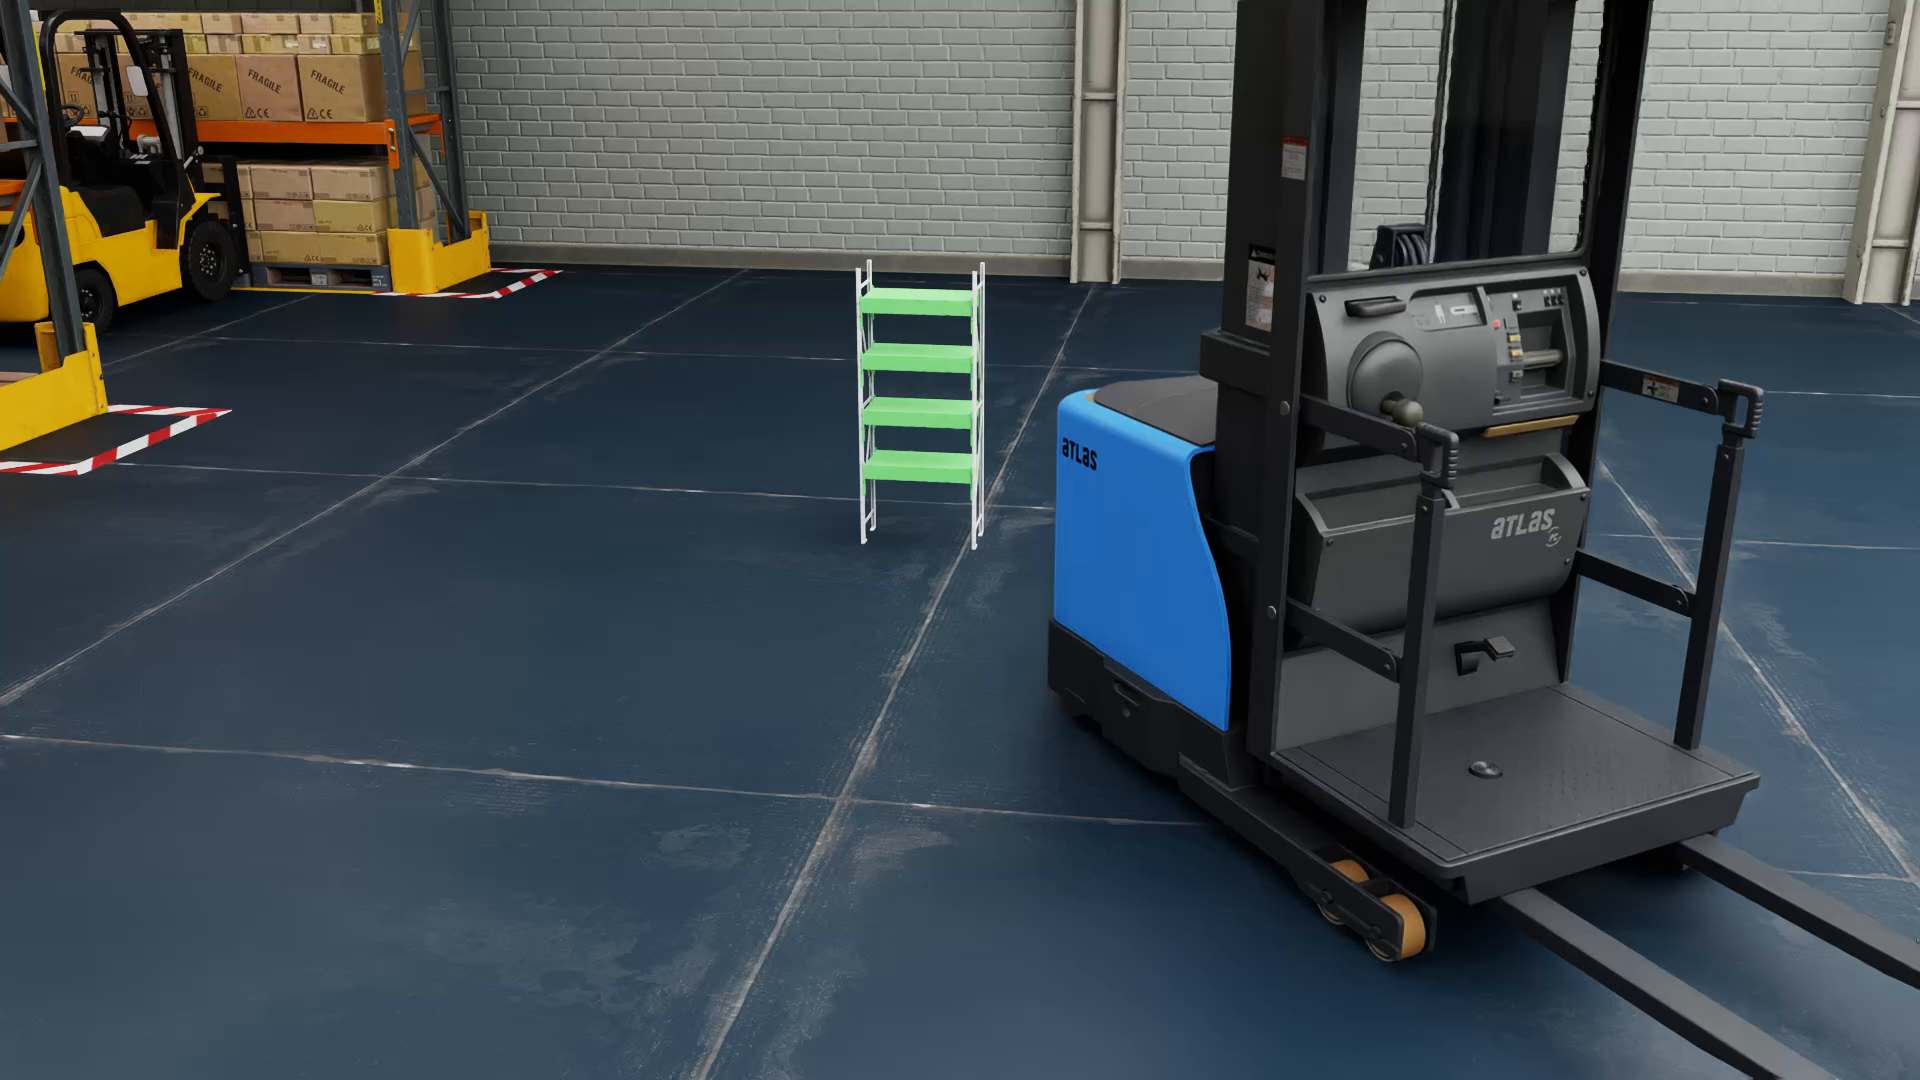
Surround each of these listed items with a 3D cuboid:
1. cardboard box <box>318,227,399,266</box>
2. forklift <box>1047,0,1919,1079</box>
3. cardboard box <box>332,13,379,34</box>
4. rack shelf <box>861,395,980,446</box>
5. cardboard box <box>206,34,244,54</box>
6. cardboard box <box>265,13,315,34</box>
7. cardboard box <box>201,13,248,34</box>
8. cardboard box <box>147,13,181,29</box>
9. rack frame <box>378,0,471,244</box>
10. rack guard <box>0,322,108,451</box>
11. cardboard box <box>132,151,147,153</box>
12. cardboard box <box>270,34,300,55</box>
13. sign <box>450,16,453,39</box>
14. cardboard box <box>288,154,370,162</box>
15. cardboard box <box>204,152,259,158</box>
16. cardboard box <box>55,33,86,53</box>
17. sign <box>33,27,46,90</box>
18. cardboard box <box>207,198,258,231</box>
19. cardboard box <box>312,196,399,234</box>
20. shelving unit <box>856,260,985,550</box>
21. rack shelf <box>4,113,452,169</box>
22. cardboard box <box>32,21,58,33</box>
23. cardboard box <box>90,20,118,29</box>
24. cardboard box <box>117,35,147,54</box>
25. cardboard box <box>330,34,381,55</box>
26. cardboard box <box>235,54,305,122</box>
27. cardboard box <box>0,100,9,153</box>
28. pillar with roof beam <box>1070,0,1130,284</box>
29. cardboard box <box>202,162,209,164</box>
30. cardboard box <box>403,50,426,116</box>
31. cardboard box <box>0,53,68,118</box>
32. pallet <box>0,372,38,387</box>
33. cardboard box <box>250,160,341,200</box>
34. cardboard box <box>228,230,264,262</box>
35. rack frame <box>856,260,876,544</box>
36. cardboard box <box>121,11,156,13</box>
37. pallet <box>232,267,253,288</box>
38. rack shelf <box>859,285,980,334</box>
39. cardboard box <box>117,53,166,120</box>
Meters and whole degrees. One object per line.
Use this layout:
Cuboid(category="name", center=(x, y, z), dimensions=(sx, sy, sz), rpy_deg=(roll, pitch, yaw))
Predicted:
Cuboid(category="cardboard box", center=(-4.775, -2.369, 13.326), dimensions=(0.500, 0.250, 0.500), rpy_deg=(3, 19, 9))
Cuboid(category="forklift", center=(1.405, -0.496, 4.168), dimensions=(1.130, 2.935, 3.031), rpy_deg=(-9, 21, -25))
Cuboid(category="cardboard box", center=(-4.649, -3.997, 12.872), dimensions=(0.250, 0.149, 0.380), rpy_deg=(3, 19, 9))
Cuboid(category="rack shelf", center=(-0.163, -0.517, 7.158), dimensions=(0.480, 0.148, 0.258), rpy_deg=(3, 19, 9))
Cuboid(category="cardboard box", center=(-5.666, -3.884, 13.004), dimensions=(0.250, 0.149, 0.380), rpy_deg=(2, 19, 7))
Cuboid(category="cardboard box", center=(-5.160, -4.004, 12.894), dimensions=(0.250, 0.149, 0.380), rpy_deg=(3, 19, 10))
Cuboid(category="cardboard box", center=(-5.668, -4.018, 12.937), dimensions=(0.250, 0.149, 0.380), rpy_deg=(3, 19, 10))
Cuboid(category="cardboard box", center=(-6.164, -4.072, 13.098), dimensions=(0.250, 0.149, 0.380), rpy_deg=(3, 19, 9))
Cuboid(category="rack frame", center=(-4.261, -3.549, 13.182), dimensions=(0.127, 3.000, 1.000), rpy_deg=(3, 19, 9))
Cuboid(category="rack guard", center=(-5.120, -0.812, 8.942), dimensions=(0.348, 0.500, 1.175), rpy_deg=(3, 19, 9))
Cuboid(category="cardboard box", center=(-7.192, -3.134, 14.039), dimensions=(0.500, 0.250, 0.500), rpy_deg=(3, 19, 8))
Cuboid(category="cardboard box", center=(-5.152, -3.869, 12.960), dimensions=(0.250, 0.149, 0.380), rpy_deg=(3, 19, 10))
Cuboid(category="sign", center=(-4.167, -4.170, 13.551), dimensions=(0.005, 0.325, 0.100), rpy_deg=(3, 19, 9))
Cuboid(category="cardboard box", center=(-5.200, -3.026, 13.714), dimensions=(0.500, 0.250, 0.500), rpy_deg=(3, 19, 9))
Cuboid(category="cardboard box", center=(-6.197, -3.082, 13.883), dimensions=(0.500, 0.250, 0.500), rpy_deg=(3, 19, 8))
Cuboid(category="cardboard box", center=(-6.930, -3.940, 13.172), dimensions=(0.250, 0.149, 0.380), rpy_deg=(3, 19, 8))
Cuboid(category="sign", center=(-4.959, -2.574, 8.904), dimensions=(0.005, 0.325, 0.100), rpy_deg=(3, 19, 9))
Cuboid(category="cardboard box", center=(-5.798, -2.656, 13.396), dimensions=(0.500, 0.250, 0.500), rpy_deg=(2, 19, 7))
Cuboid(category="cardboard box", center=(-4.792, -2.608, 13.253), dimensions=(0.500, 0.250, 0.500), rpy_deg=(3, 19, 8))
Cuboid(category="shelving unit", center=(-0.163, -0.577, 7.138), dimensions=(0.503, 1.200, 0.258), rpy_deg=(3, 19, 9))
Cuboid(category="rack shelf", center=(-6.236, -3.308, 13.597), dimensions=(4.000, 0.370, 1.077), rpy_deg=(3, 19, 9))
Cuboid(category="cardboard box", center=(-7.179, -4.097, 13.172), dimensions=(0.250, 0.149, 0.380), rpy_deg=(3, 19, 10))
Cuboid(category="cardboard box", center=(-6.659, -4.097, 13.172), dimensions=(0.250, 0.149, 0.380), rpy_deg=(3, 19, 8))
Cuboid(category="cardboard box", center=(-6.414, -3.923, 13.119), dimensions=(0.250, 0.149, 0.380), rpy_deg=(3, 19, 8))
Cuboid(category="cardboard box", center=(-4.648, -3.833, 12.853), dimensions=(0.250, 0.149, 0.380), rpy_deg=(3, 19, 9))
Cuboid(category="cardboard box", center=(-5.300, -3.568, 13.081), dimensions=(0.500, 0.500, 0.500), rpy_deg=(4, 19, 10))
Cuboid(category="cardboard box", center=(-5.469, -2.293, 8.801), dimensions=(0.500, 0.500, 0.500), rpy_deg=(3, 19, 8))
Cuboid(category="pillar with roof beam", center=(0.435, -5.060, 8.245), dimensions=(0.400, 9.000, 9.100), rpy_deg=(3, 19, 9))
Cuboid(category="cardboard box", center=(-6.270, -2.918, 13.391), dimensions=(0.500, 0.250, 0.500), rpy_deg=(3, 19, 8))
Cuboid(category="cardboard box", center=(-4.706, -3.708, 13.500), dimensions=(0.500, 0.500, 0.500), rpy_deg=(4, 19, 10))
Cuboid(category="cardboard box", center=(-7.297, -3.672, 13.394), dimensions=(0.500, 0.500, 0.500), rpy_deg=(3, 19, 10))
Cuboid(category="pallet", center=(-5.917, -0.727, 9.143), dimensions=(1.213, 0.211, 1.003), rpy_deg=(3, 19, 9))
Cuboid(category="cardboard box", center=(-5.271, -2.867, 13.241), dimensions=(0.500, 0.250, 0.500), rpy_deg=(3, 19, 10))
Cuboid(category="cardboard box", center=(-5.757, -2.425, 13.494), dimensions=(0.500, 0.250, 0.500), rpy_deg=(3, 19, 9))
Cuboid(category="rack frame", center=(-0.404, -0.590, 7.174), dimensions=(0.015, 1.200, 0.240), rpy_deg=(3, 19, 9))
Cuboid(category="cardboard box", center=(-6.833, -4.278, 13.712), dimensions=(0.250, 0.149, 0.380), rpy_deg=(3, 19, 8))
Cuboid(category="pallet", center=(-6.224, -2.314, 13.886), dimensions=(1.213, 0.211, 1.003), rpy_deg=(3, 19, 9))
Cuboid(category="rack shelf", center=(-0.163, -0.972, 7.006), dimensions=(0.480, 0.148, 0.258), rpy_deg=(3, 19, 9))
Cuboid(category="cardboard box", center=(-6.304, -3.615, 13.223), dimensions=(0.500, 0.500, 0.500), rpy_deg=(3, 19, 9))
